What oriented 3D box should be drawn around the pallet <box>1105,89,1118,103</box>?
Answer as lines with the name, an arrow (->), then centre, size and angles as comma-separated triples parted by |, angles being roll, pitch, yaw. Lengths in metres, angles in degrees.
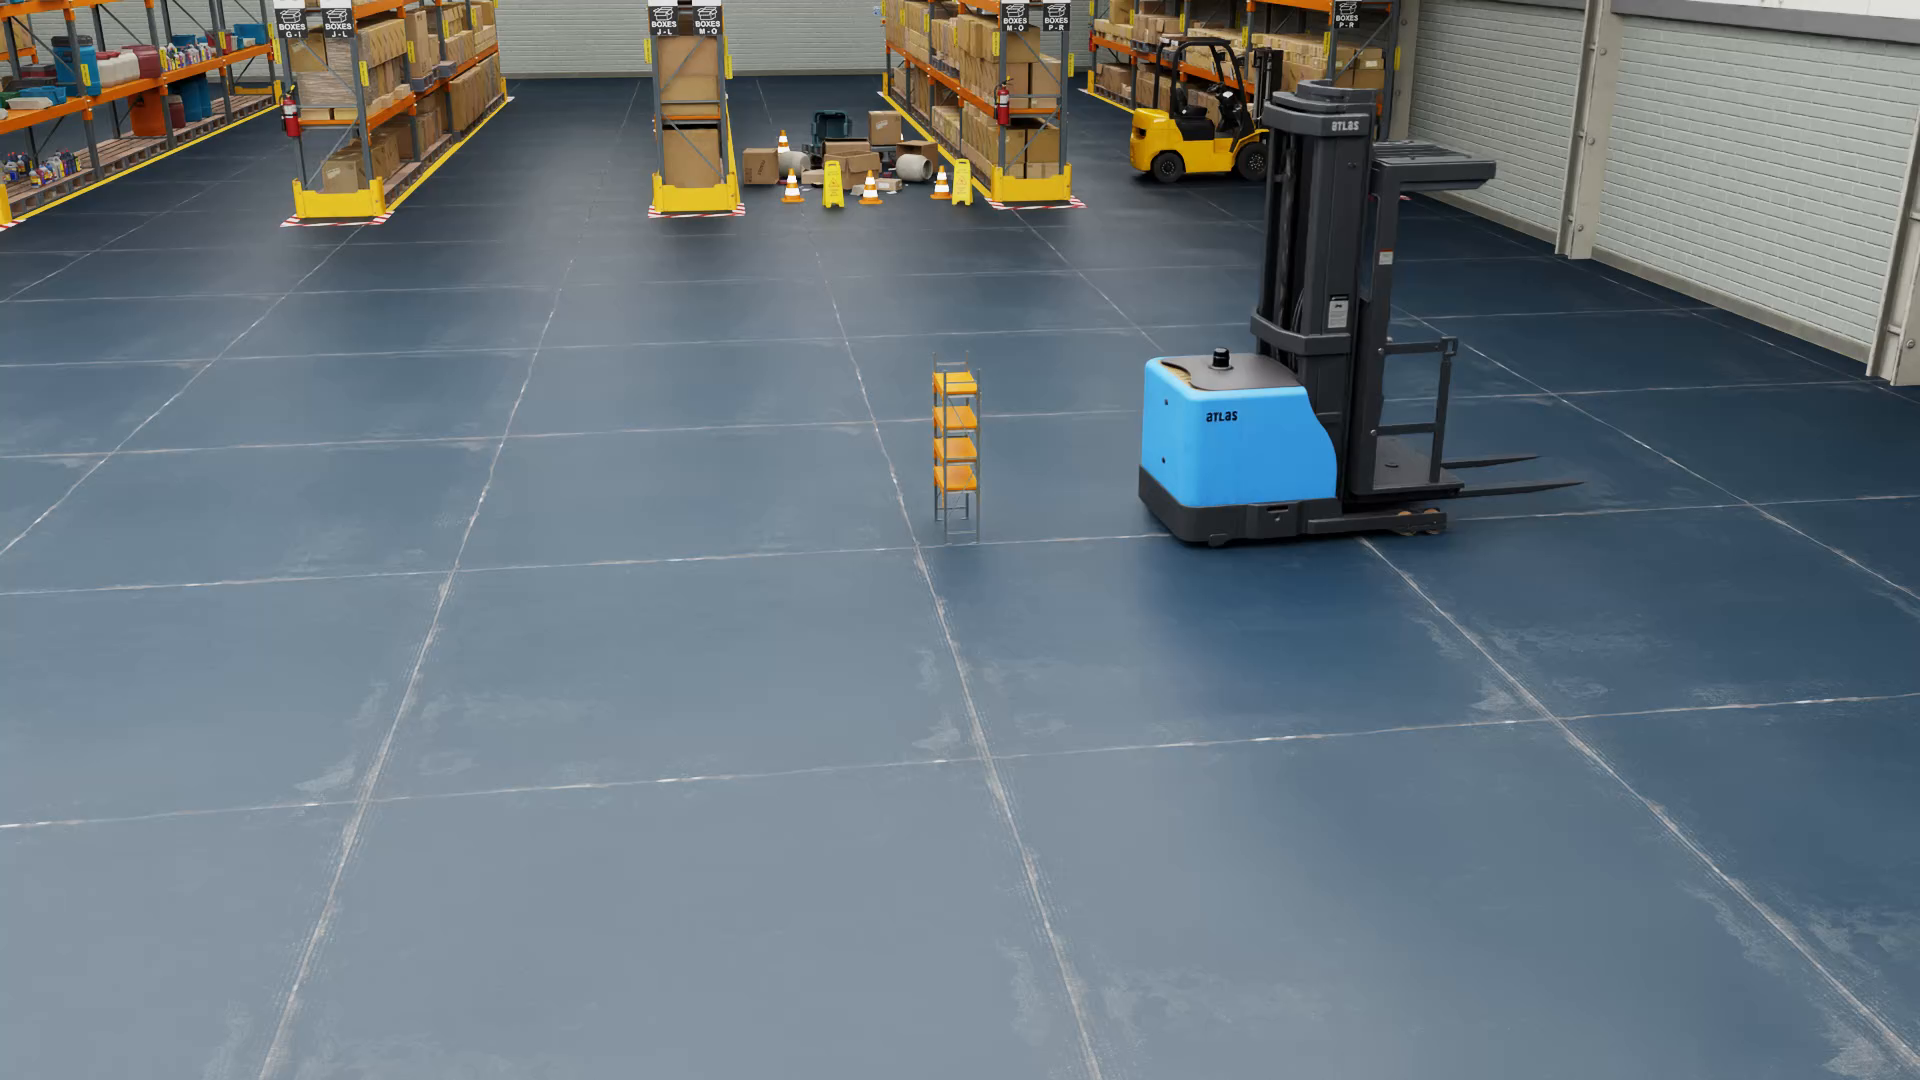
pallet -> 3.973, -10.242, 38.338 | 1.003, 0.211, 1.213 | -3, 21, -8

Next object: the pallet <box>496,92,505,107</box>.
pallet -> -10.851, -9.942, 37.533 | 1.003, 0.211, 1.213 | -3, 21, -8

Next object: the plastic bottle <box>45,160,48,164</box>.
plastic bottle -> -13.861, -5.649, 25.308 | 0.061, 0.283, 0.133 | -3, 21, -8

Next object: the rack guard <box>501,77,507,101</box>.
rack guard -> -11.047, -10.359, 38.236 | 1.175, 0.500, 0.348 | -3, 21, -8

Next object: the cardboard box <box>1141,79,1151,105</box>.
cardboard box -> 4.184, -9.551, 35.473 | 0.500, 0.500, 0.500 | -3, 21, -8

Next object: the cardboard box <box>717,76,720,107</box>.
cardboard box -> -3.970, -6.783, 24.875 | 0.875, 0.550, 0.550 | -3, 21, -8

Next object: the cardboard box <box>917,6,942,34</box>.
cardboard box -> -0.565, -10.282, 32.886 | 0.500, 0.500, 0.500 | -3, 21, -8

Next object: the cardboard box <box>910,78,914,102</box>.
cardboard box -> -0.645, -9.855, 36.378 | 0.875, 0.438, 0.875 | -3, 21, -9

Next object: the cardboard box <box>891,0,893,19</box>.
cardboard box -> -1.287, -11.999, 37.484 | 0.500, 0.500, 0.500 | -3, 21, -8

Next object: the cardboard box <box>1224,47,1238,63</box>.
cardboard box -> 4.999, -8.617, 29.499 | 0.500, 0.250, 0.500 | -3, 21, -9

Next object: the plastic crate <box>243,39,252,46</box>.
plastic crate -> -15.621, -10.802, 36.141 | 0.396, 0.136, 0.243 | -3, 21, -8

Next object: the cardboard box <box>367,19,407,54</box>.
cardboard box -> -8.977, -7.879, 26.028 | 0.500, 0.500, 0.500 | -3, 21, -8

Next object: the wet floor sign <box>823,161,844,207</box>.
wet floor sign -> -1.851, -5.184, 24.173 | 0.267, 0.644, 0.232 | -7, 21, -17

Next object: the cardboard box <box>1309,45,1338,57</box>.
cardboard box -> 5.589, -7.509, 25.540 | 0.380, 0.149, 0.250 | -2, 21, -7

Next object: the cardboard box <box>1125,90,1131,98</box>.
cardboard box -> 3.880, -9.927, 36.982 | 0.380, 0.149, 0.250 | -4, 21, -9

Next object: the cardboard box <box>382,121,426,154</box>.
cardboard box -> -9.431, -6.781, 28.029 | 0.700, 0.500, 0.500 | -3, 21, -8

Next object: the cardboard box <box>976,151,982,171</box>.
cardboard box -> 0.538, -6.017, 26.368 | 0.500, 0.250, 0.500 | -4, 21, -10

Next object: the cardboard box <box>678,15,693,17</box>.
cardboard box -> -4.839, -9.151, 29.858 | 0.700, 0.500, 0.500 | -3, 21, -9

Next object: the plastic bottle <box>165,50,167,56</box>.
plastic bottle -> -15.395, -9.336, 32.103 | 0.152, 0.276, 0.135 | -3, 21, -8

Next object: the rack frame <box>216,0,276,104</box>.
rack frame -> -15.945, -11.271, 37.107 | 1.000, 3.000, 0.127 | -3, 21, -8

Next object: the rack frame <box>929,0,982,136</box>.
rack frame -> -0.084, -9.251, 31.698 | 1.000, 3.000, 0.127 | -3, 21, -8

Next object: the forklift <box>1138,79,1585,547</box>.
forklift -> 2.839, -1.575, 11.245 | 3.031, 2.935, 1.130 | -4, 21, -11

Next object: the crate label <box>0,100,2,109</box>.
crate label -> -14.172, -6.372, 23.939 | 0.502, 0.435, 0.616 | -3, 21, -8

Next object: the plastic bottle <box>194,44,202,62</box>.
plastic bottle -> -14.886, -9.498, 32.429 | 0.144, 0.351, 0.185 | -3, 21, -8

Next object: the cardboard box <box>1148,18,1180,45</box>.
cardboard box -> 4.287, -10.502, 34.303 | 0.700, 0.500, 0.500 | -3, 21, -8

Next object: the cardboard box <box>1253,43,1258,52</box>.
cardboard box -> 5.189, -8.345, 28.202 | 0.380, 0.149, 0.250 | -3, 21, -9

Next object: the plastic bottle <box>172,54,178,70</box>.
plastic bottle -> -14.609, -8.902, 30.930 | 0.061, 0.283, 0.133 | -3, 21, -8

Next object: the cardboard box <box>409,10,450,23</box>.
cardboard box -> -10.071, -9.748, 31.452 | 0.797, 0.503, 0.637 | -2, 21, -6

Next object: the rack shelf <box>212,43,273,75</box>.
rack shelf -> -15.657, -10.242, 35.379 | 1.077, 0.370, 4.000 | -3, 21, -8

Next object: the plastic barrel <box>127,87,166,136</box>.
plastic barrel -> -14.879, -7.850, 30.449 | 0.600, 0.830, 0.708 | -3, 21, -8

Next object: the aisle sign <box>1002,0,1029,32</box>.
aisle sign -> 0.791, -7.663, 23.731 | 0.394, 0.787, 0.004 | -3, 21, -8

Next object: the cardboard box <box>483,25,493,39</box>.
cardboard box -> -10.639, -11.260, 36.867 | 0.500, 0.250, 0.500 | -3, 21, -9

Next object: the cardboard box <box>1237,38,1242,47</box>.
cardboard box -> 5.096, -8.751, 29.290 | 0.380, 0.149, 0.250 | -3, 21, -8

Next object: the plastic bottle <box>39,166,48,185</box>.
plastic bottle -> -13.641, -5.422, 24.716 | 0.097, 0.271, 0.097 | 0, 20, 0

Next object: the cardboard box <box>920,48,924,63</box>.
cardboard box -> -0.503, -9.519, 32.630 | 0.500, 0.250, 0.500 | -3, 21, -7

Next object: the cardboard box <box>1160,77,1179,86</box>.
cardboard box -> 4.342, -9.451, 34.279 | 0.380, 0.149, 0.250 | -4, 21, -10

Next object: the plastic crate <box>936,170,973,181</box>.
plastic crate -> -0.093, -5.914, 26.935 | 0.402, 0.080, 0.583 | -11, 23, -26

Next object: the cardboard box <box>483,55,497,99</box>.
cardboard box -> -10.741, -10.190, 36.648 | 0.875, 0.875, 0.875 | -3, 21, -8

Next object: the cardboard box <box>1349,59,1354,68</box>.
cardboard box -> 6.090, -7.296, 25.395 | 0.380, 0.149, 0.250 | -3, 21, -8

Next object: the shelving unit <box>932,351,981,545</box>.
shelving unit -> -0.024, -0.619, 11.160 | 0.258, 1.200, 0.503 | -3, 21, -8

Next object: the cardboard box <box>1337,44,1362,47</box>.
cardboard box -> 6.066, -7.620, 25.835 | 0.380, 0.149, 0.250 | -3, 21, -7

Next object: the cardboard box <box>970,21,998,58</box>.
cardboard box -> 0.538, -7.649, 25.411 | 0.700, 0.500, 0.500 | -3, 21, -8

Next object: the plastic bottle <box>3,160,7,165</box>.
plastic bottle -> -14.500, -5.625, 25.244 | 0.061, 0.283, 0.133 | -2, 21, -5

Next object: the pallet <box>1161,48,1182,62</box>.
pallet -> 4.660, -9.644, 33.025 | 1.213, 0.211, 1.003 | -3, 21, -8

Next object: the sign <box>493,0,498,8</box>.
sign -> -10.505, -12.197, 37.593 | 0.100, 0.325, 0.005 | -3, 21, -8

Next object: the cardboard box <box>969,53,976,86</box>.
cardboard box -> 0.435, -7.539, 26.546 | 0.500, 0.500, 0.500 | -3, 21, -8

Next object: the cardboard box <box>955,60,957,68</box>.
cardboard box -> 0.124, -8.202, 28.647 | 0.380, 0.149, 0.250 | -4, 21, -9

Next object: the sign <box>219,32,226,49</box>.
sign -> -14.824, -10.043, 33.423 | 0.100, 0.325, 0.005 | -3, 21, -8

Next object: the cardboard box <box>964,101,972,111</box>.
cardboard box -> 0.269, -7.166, 27.446 | 0.380, 0.149, 0.250 | -3, 21, -7

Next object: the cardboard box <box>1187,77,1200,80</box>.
cardboard box -> 4.821, -9.474, 34.340 | 0.380, 0.149, 0.250 | -3, 21, -7

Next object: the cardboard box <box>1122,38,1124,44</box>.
cardboard box -> 3.823, -11.138, 37.108 | 0.380, 0.149, 0.250 | -2, 21, -6

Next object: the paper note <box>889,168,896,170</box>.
paper note -> -1.120, -6.206, 27.788 | 0.148, 0.019, 0.142 | -3, 21, -8

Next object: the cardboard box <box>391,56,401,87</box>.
cardboard box -> -9.310, -7.394, 26.157 | 0.875, 0.500, 0.500 | -3, 21, -8

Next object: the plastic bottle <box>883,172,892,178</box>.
plastic bottle -> -1.177, -5.948, 27.055 | 0.133, 0.061, 0.283 | 1, 20, 2
